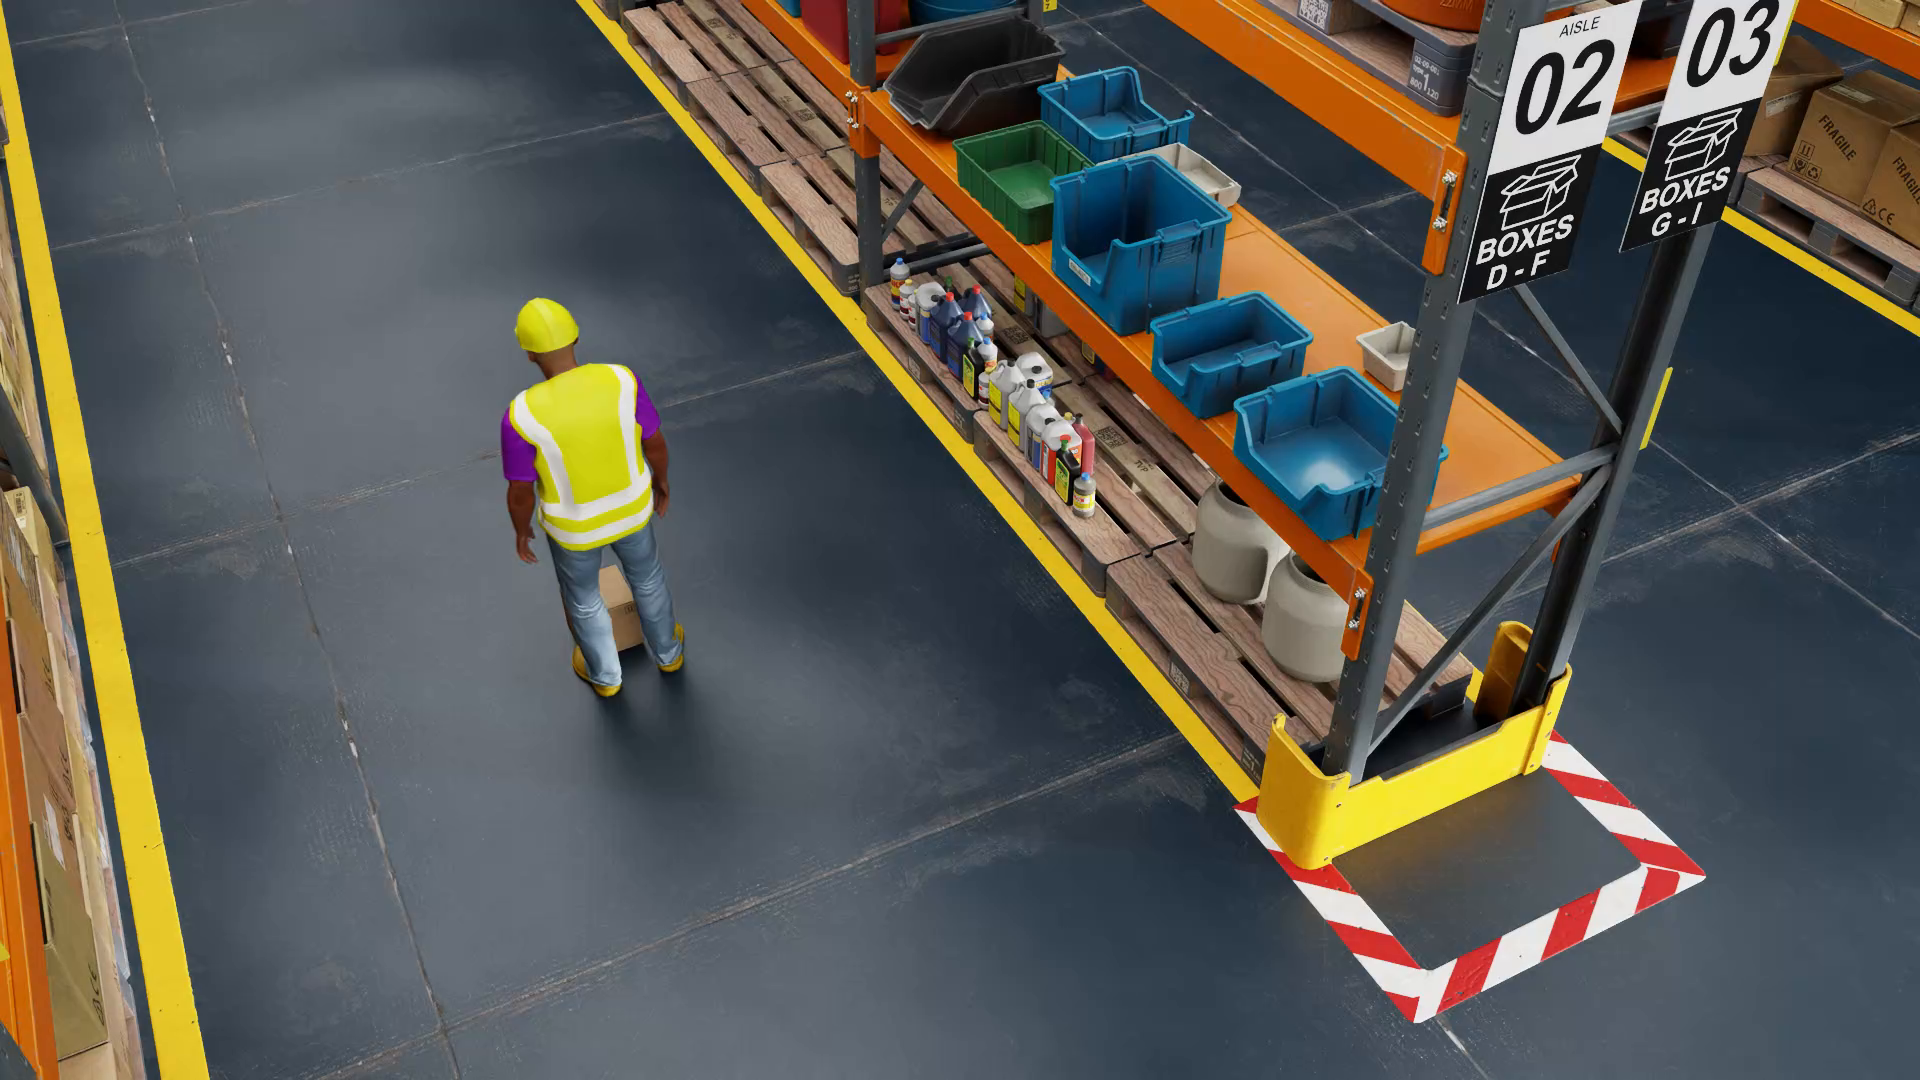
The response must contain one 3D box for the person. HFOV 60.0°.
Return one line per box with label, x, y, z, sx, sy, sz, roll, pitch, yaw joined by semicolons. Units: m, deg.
person;-1.393;-0.131;6.296;0.633;1.759;0.461;-21;45;-22
